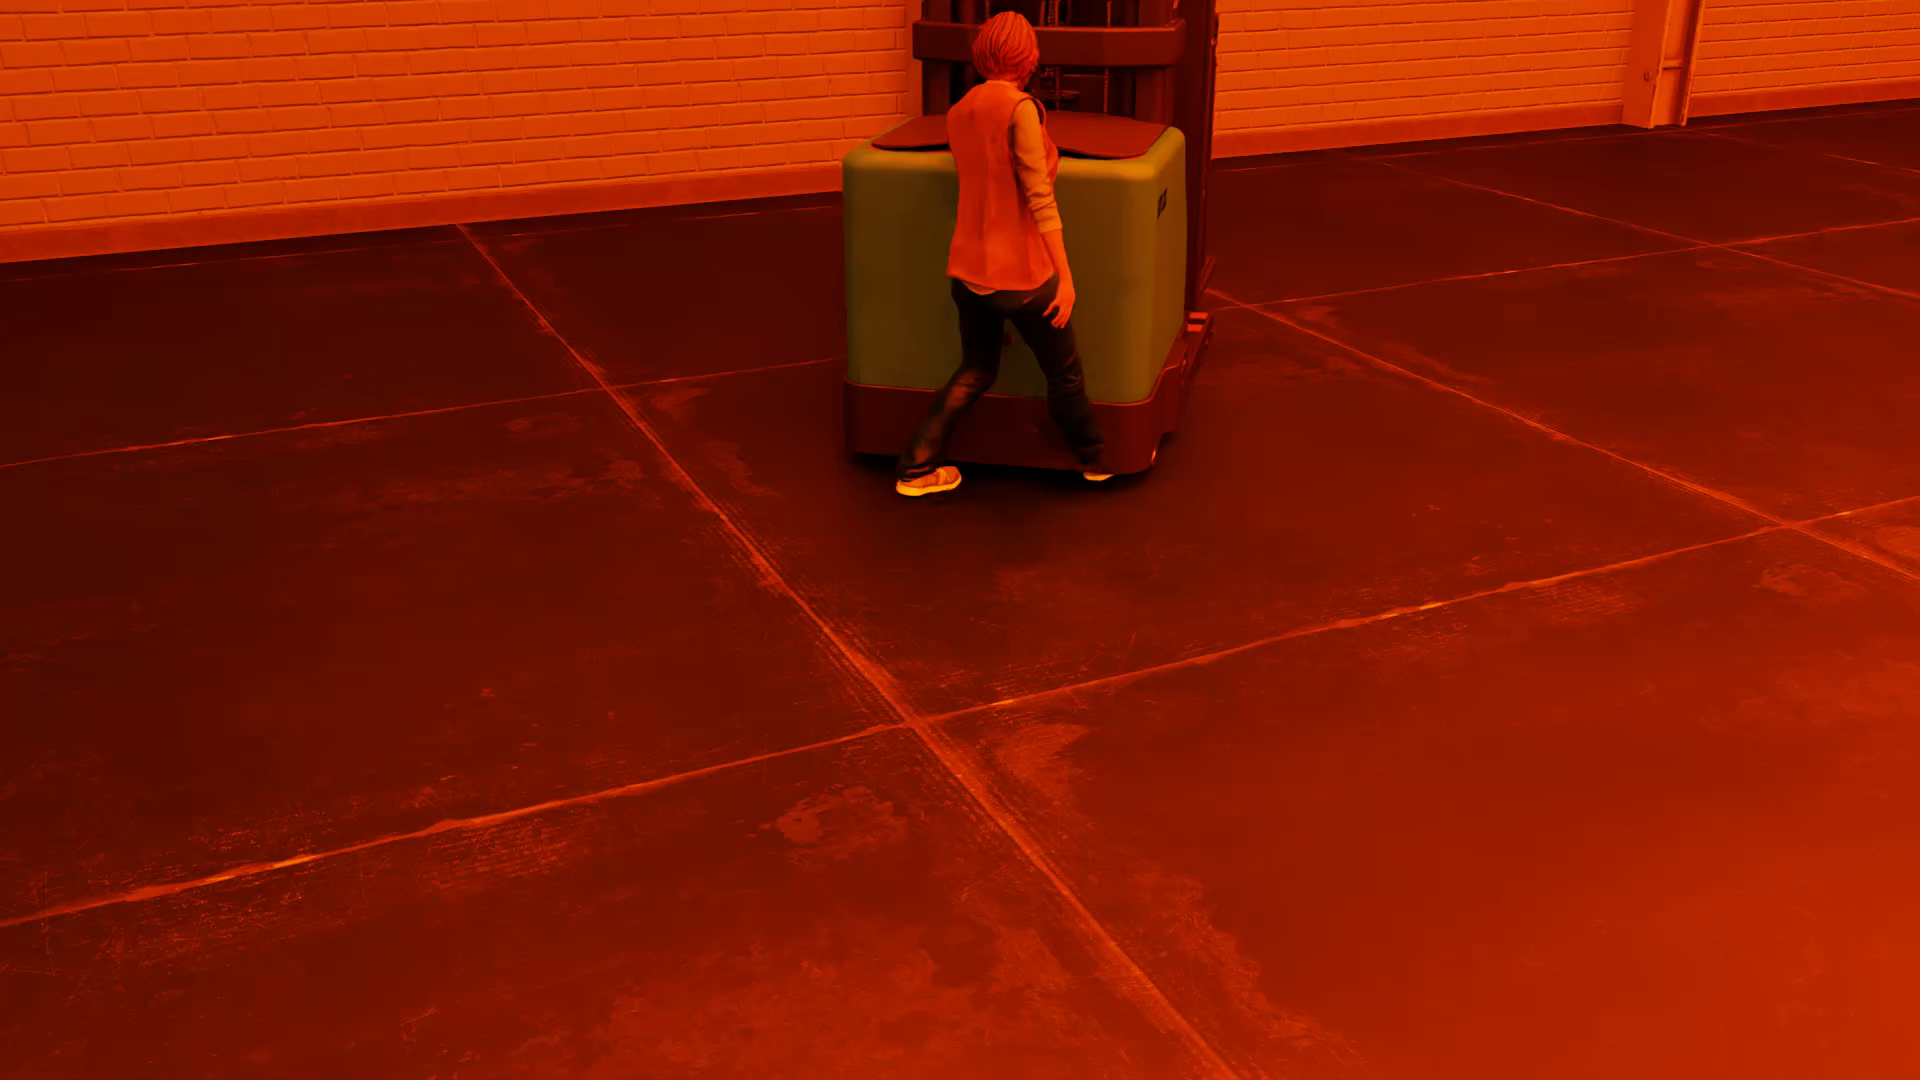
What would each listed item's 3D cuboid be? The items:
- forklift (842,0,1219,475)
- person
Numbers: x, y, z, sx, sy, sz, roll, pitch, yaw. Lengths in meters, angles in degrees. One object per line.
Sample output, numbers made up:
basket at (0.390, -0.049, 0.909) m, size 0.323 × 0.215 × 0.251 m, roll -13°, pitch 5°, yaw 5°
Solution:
forklift at (0.454, -2.103, 6.349) m, size 1.130 × 2.935 × 3.031 m, roll 5°, pitch 23°, yaw 13°
person at (0.256, -0.849, 5.178) m, size 0.828 × 1.526 × 0.642 m, roll -16°, pitch 27°, yaw -34°
